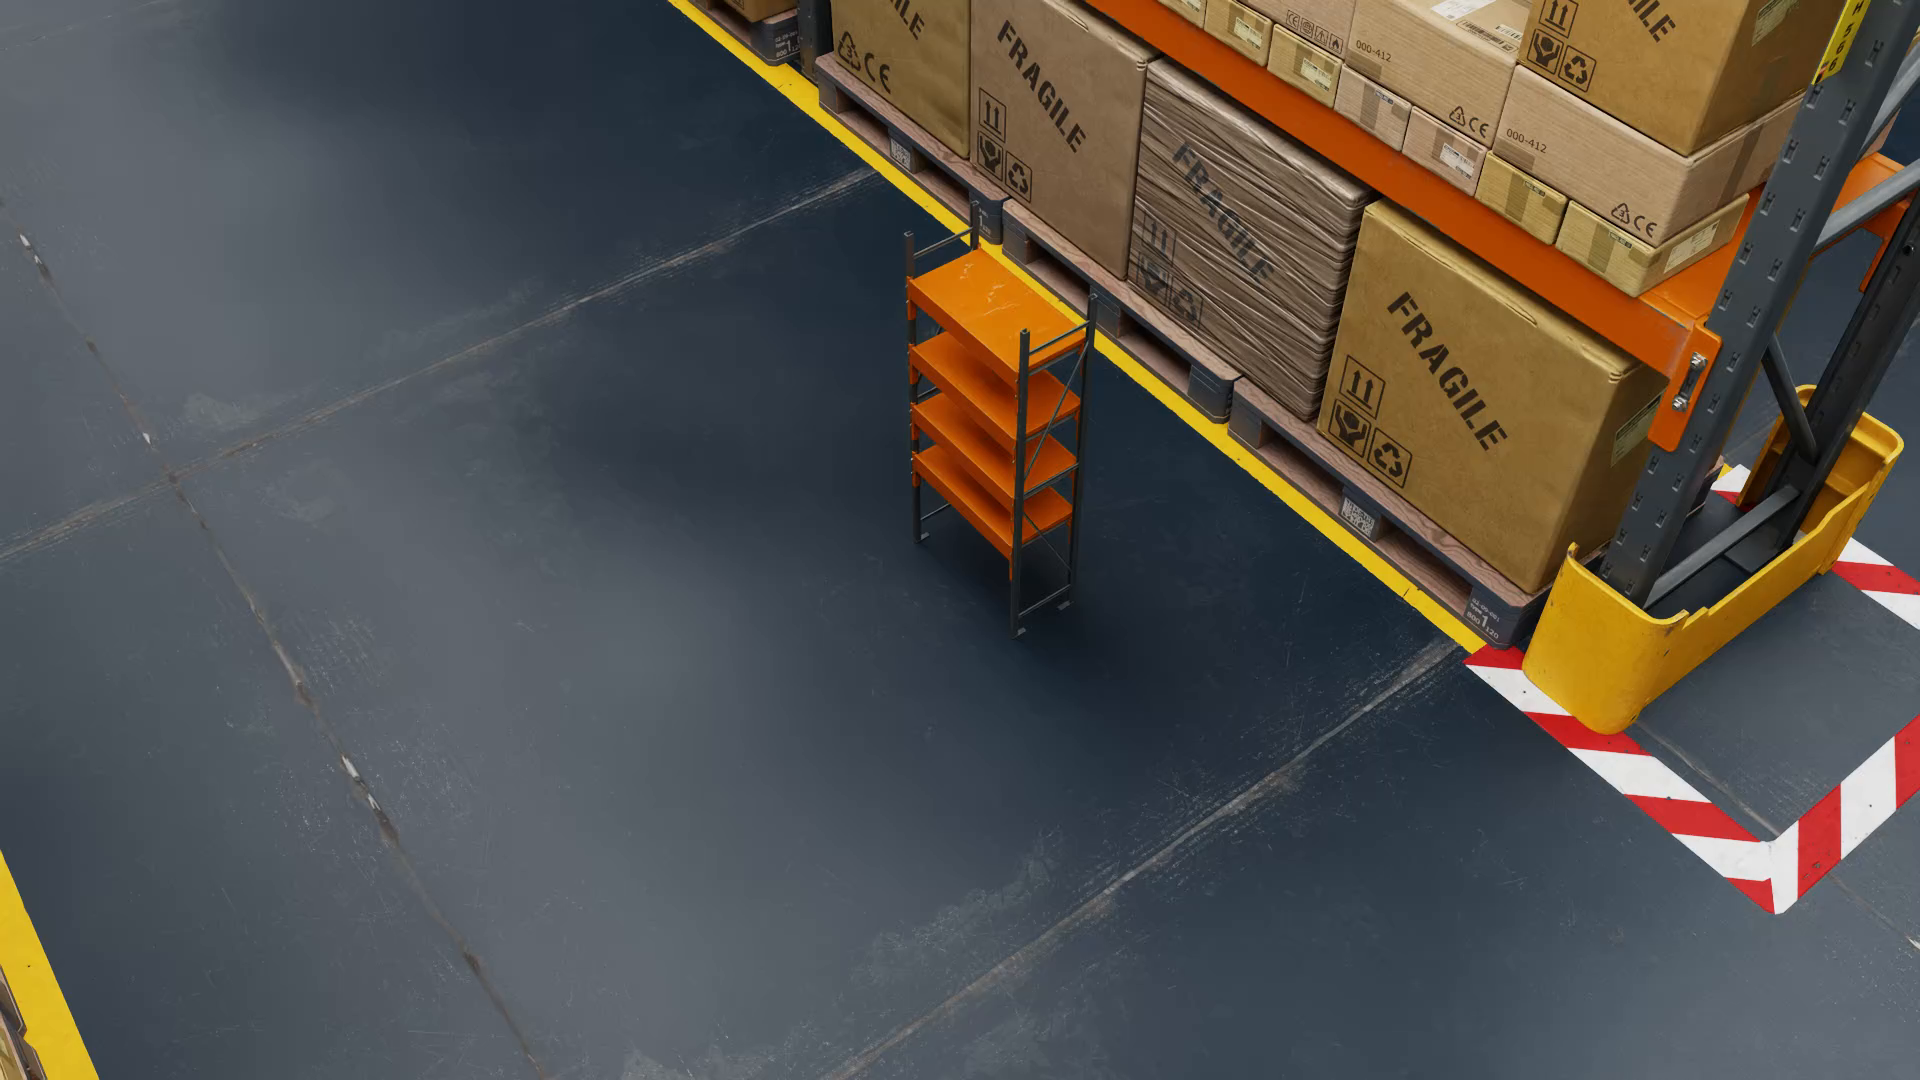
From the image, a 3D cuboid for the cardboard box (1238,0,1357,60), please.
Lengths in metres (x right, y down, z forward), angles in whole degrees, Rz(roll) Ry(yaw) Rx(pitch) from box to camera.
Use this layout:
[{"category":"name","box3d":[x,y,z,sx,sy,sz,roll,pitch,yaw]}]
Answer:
[{"category":"cardboard box","box3d":[1.066,-1.624,4.598,0.500,0.250,0.500,-31,55,-25]}]

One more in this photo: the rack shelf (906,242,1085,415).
[{"category":"rack shelf","box3d":[0.100,-0.569,4.426,0.258,0.148,0.480,-29,54,-24]}]

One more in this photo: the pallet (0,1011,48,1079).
[{"category":"pallet","box3d":[-2.333,1.754,3.518,1.003,0.211,1.213,-29,54,-24]}]

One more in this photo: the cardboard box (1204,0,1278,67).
[{"category":"cardboard box","box3d":[0.931,-1.541,4.792,0.380,0.149,0.250,-29,54,-24]}]

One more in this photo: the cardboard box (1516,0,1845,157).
[{"category":"cardboard box","box3d":[1.681,-1.279,3.779,0.500,0.500,0.500,-29,54,-24]}]

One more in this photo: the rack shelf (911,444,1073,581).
[{"category":"rack shelf","box3d":[0.100,-0.127,4.914,0.258,0.148,0.480,-29,54,-24]}]

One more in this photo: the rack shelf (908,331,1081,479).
[{"category":"rack shelf","box3d":[0.100,-0.410,4.601,0.258,0.148,0.480,-29,54,-24]}]

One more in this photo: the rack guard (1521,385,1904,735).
[{"category":"rack guard","box3d":[2.200,0.045,4.872,1.175,0.500,0.348,-29,54,-24]}]

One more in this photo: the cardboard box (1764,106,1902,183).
[{"category":"cardboard box","box3d":[2.233,-1.081,4.375,0.380,0.149,0.250,-29,54,-24]}]

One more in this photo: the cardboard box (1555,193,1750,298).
[{"category":"cardboard box","box3d":[1.708,-0.786,4.108,0.380,0.149,0.250,-28,54,-23]}]

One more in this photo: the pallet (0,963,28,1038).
[{"category":"pallet","box3d":[-3.067,1.035,4.169,1.003,0.211,1.213,-29,54,-24]}]

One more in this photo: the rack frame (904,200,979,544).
[{"category":"rack frame","box3d":[-0.048,-0.449,4.847,0.240,1.200,0.015,-29,54,-24]}]

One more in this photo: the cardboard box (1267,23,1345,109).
[{"category":"cardboard box","box3d":[1.088,-1.388,4.653,0.380,0.149,0.250,-31,55,-25]}]

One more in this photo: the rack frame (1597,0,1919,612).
[{"category":"rack frame","box3d":[2.186,-0.808,3.958,1.000,3.000,0.127,-29,54,-24]}]

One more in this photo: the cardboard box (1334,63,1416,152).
[{"category":"cardboard box","box3d":[1.247,-1.236,4.515,0.380,0.149,0.250,-29,54,-23]}]

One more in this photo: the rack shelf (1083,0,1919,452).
[{"category":"rack shelf","box3d":[0.975,-1.746,5.294,1.077,0.370,4.000,-29,54,-24]}]

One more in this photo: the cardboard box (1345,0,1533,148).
[{"category":"cardboard box","box3d":[1.374,-1.324,4.326,0.500,0.250,0.500,-30,55,-25]}]

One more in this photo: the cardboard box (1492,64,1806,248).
[{"category":"cardboard box","box3d":[1.681,-1.025,4.055,0.500,0.250,0.500,-30,55,-25]}]

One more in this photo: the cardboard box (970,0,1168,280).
[{"category":"cardboard box","box3d":[0.645,-1.639,5.862,0.875,0.875,0.875,-29,54,-24]}]

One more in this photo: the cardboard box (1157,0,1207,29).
[{"category":"cardboard box","box3d":[0.783,-1.688,4.925,0.380,0.149,0.250,-28,54,-23]}]

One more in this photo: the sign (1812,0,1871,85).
[{"category":"sign","box3d":[1.745,-1.042,3.228,0.100,0.325,0.005,-29,54,-24]}]

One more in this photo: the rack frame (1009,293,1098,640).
[{"category":"rack frame","box3d":[0.248,-0.162,4.587,0.240,1.200,0.015,-29,54,-24]}]

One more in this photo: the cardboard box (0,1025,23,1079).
[{"category":"cardboard box","box3d":[-2.333,1.260,3.724,0.380,0.149,0.250,-29,54,-24]}]

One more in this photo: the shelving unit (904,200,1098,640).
[{"category":"shelving unit","box3d":[0.100,-0.305,4.717,0.258,1.200,0.503,-29,54,-24]}]

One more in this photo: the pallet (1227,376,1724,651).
[{"category":"pallet","box3d":[1.639,-0.308,5.387,1.003,0.211,1.213,-29,54,-24]}]

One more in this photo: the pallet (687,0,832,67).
[{"category":"pallet","box3d":[-0.763,-2.652,7.511,1.003,0.211,1.213,-29,54,-24]}]

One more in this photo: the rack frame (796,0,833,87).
[{"category":"rack frame","box3d":[-0.236,-3.167,6.096,1.000,3.000,0.127,-29,54,-24]}]

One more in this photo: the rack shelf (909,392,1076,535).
[{"category":"rack shelf","box3d":[0.100,-0.260,4.767,0.258,0.148,0.480,-29,54,-24]}]

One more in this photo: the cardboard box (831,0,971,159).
[{"category":"cardboard box","box3d":[0.100,-2.169,6.343,0.875,0.875,0.875,-29,54,-24]}]

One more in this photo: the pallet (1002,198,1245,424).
[{"category":"pallet","box3d":[0.905,-1.027,6.039,1.003,0.211,1.213,-29,54,-24]}]

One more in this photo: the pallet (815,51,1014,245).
[{"category":"pallet","box3d":[0.162,-1.747,6.691,1.003,0.211,1.213,-29,54,-24]}]

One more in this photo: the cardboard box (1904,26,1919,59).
[{"category":"cardboard box","box3d":[2.110,-1.262,4.270,0.500,0.250,0.500,-31,55,-25]}]

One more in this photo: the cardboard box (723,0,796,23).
[{"category":"cardboard box","box3d":[-0.640,-2.963,7.062,1.225,0.875,0.875,-29,54,-24]}]

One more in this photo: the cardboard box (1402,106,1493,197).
[{"category":"cardboard box","box3d":[1.397,-1.088,4.381,0.380,0.149,0.250,-29,54,-24]}]

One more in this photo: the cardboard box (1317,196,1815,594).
[{"category":"cardboard box","box3d":[1.734,-0.577,4.899,0.875,0.875,0.875,-29,54,-24]}]

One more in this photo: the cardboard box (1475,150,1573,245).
[{"category":"cardboard box","box3d":[1.549,-0.939,4.246,0.380,0.149,0.250,-29,54,-24]}]

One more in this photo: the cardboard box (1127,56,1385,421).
[{"category":"cardboard box","box3d":[1.183,-1.114,5.386,0.875,0.875,0.875,-29,54,-24]}]
